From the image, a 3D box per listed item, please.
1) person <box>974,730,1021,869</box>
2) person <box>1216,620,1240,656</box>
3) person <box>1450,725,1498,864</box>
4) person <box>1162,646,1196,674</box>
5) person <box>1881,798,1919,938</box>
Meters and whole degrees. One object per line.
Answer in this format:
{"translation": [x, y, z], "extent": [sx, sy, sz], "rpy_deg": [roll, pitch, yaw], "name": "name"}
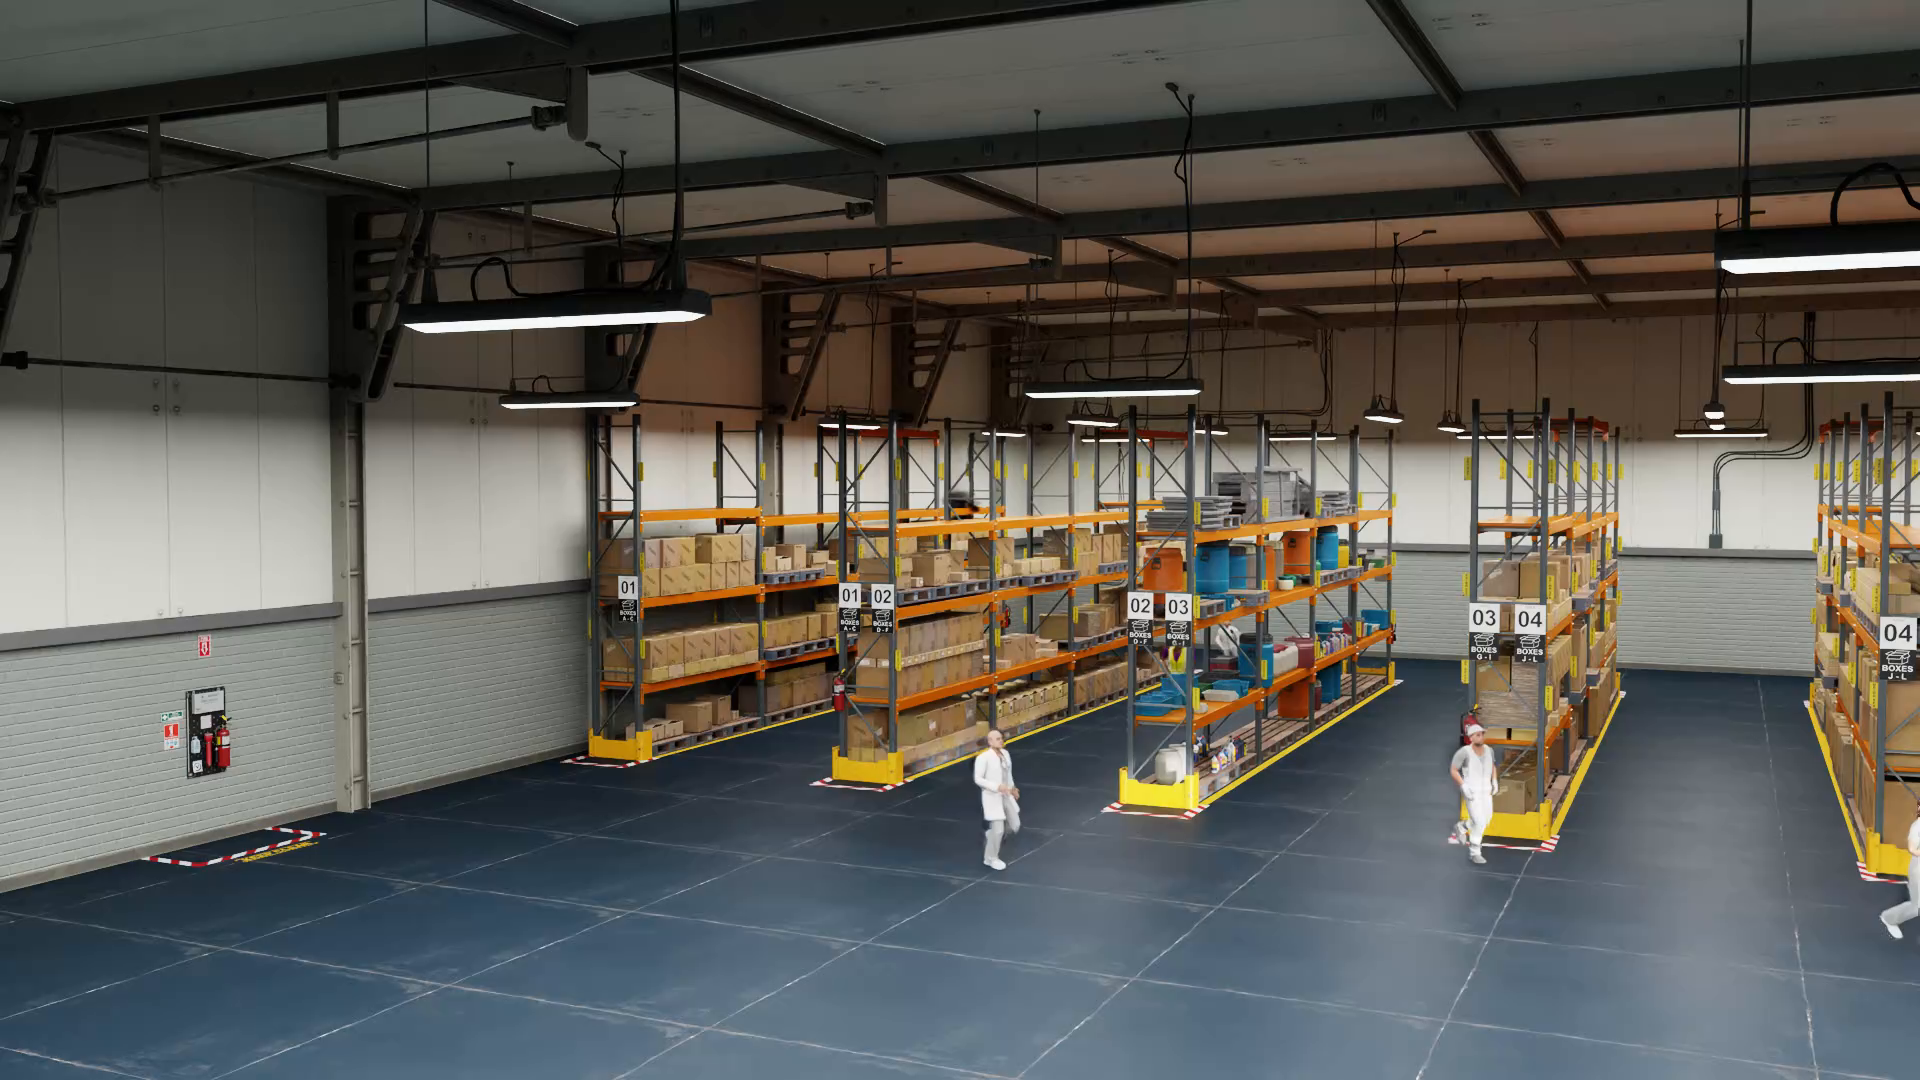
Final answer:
{"translation": [0.486, 3.273, 20.982], "extent": [0.705, 1.737, 0.631], "rpy_deg": [-2, 3, -43], "name": "person"}
{"translation": [6.366, 2.588, 39.384], "extent": [0.618, 1.616, 0.514], "rpy_deg": [1, 2, 13], "name": "person"}
{"translation": [6.613, 3.242, 21.473], "extent": [0.661, 1.759, 0.692], "rpy_deg": [-1, 2, -18], "name": "person"}
{"translation": [4.459, 2.785, 33.801], "extent": [0.706, 1.756, 0.936], "rpy_deg": [1, 2, 19], "name": "person"}
{"translation": [9.970, 3.474, 17.224], "extent": [0.597, 1.709, 0.922], "rpy_deg": [-1, 3, -25], "name": "person"}
